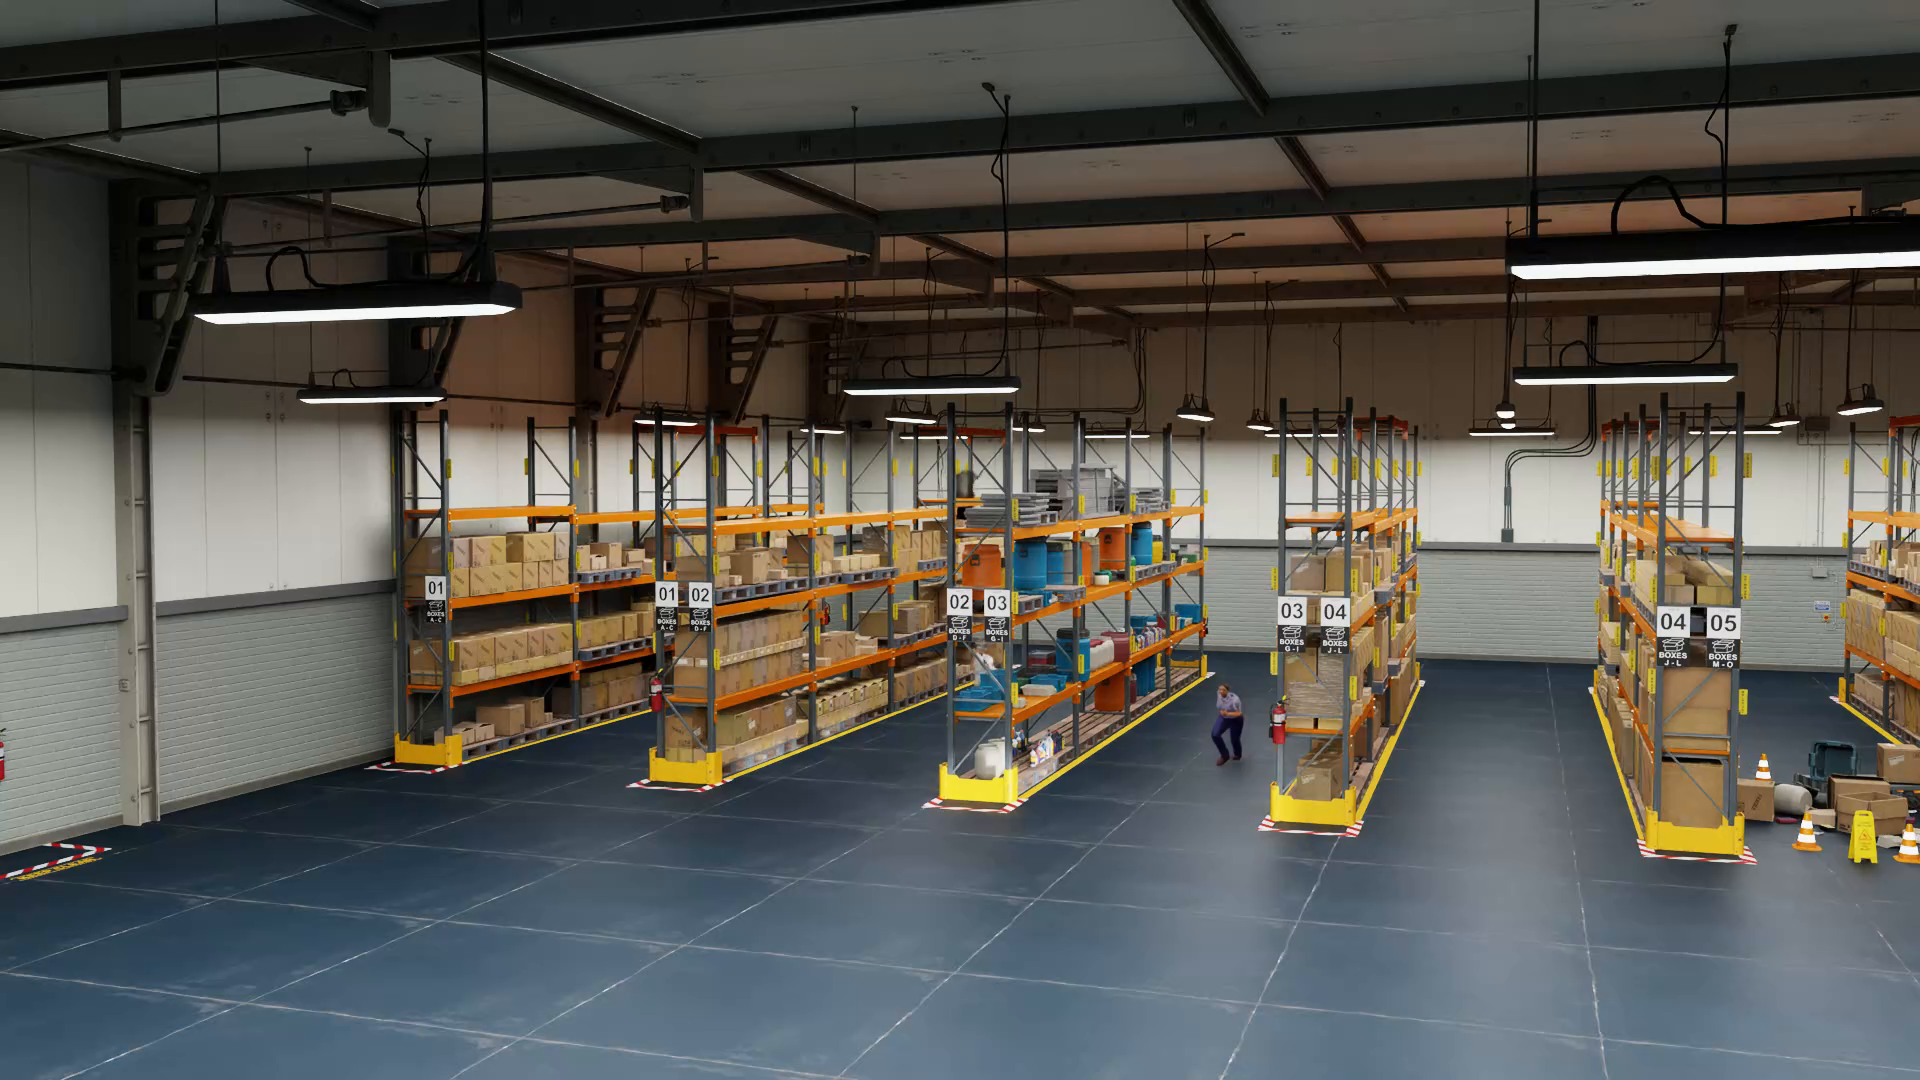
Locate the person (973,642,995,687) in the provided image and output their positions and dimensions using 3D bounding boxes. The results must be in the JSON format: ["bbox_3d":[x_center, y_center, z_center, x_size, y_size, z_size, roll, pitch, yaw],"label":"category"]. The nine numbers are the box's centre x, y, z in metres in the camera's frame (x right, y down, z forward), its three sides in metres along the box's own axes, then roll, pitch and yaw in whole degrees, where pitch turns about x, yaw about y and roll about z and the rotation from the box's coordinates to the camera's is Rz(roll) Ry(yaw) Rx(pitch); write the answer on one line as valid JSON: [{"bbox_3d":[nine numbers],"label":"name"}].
[{"bbox_3d":[0.471,2.791,32.885,0.602,1.570,0.608,2,3,32],"label":"person"}]

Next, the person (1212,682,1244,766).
[{"bbox_3d":[4.560,3.059,27.946,0.574,1.439,1.079,2,3,34],"label":"person"}]
